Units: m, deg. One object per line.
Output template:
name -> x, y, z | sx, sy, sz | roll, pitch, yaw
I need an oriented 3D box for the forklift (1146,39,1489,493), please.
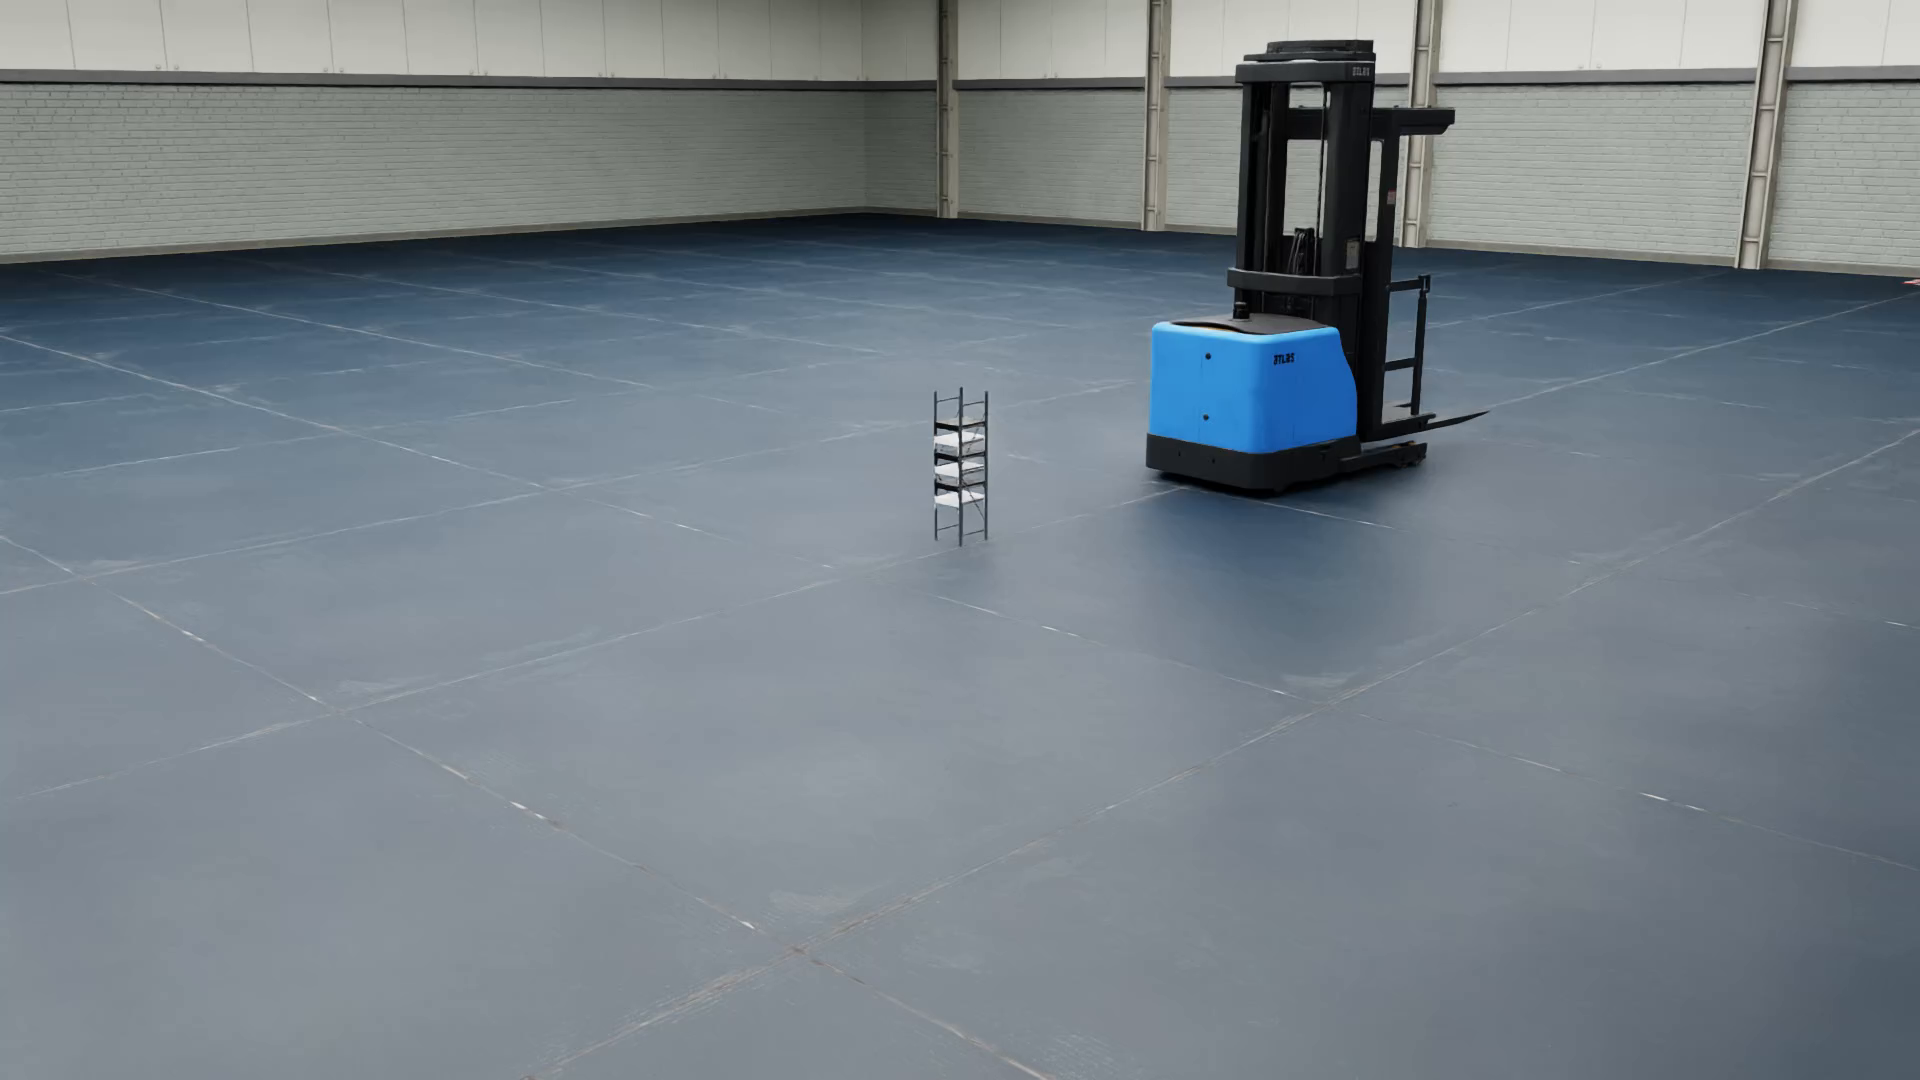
forklift -> 2.744, -2.018, 11.863 | 3.031, 2.935, 1.130 | -12, 19, -39

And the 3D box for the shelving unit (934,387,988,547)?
shelving unit -> 0.006, -0.434, 9.813 | 0.210, 0.900, 0.258 | 14, 20, 42

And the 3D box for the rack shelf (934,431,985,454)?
rack shelf -> 0.006, -0.576, 9.776 | 0.200, 0.077, 0.258 | 14, 20, 42

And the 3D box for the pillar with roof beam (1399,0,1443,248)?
pillar with roof beam -> 5.364, -8.984, 26.564 | 0.400, 9.000, 9.100 | 14, 20, 42

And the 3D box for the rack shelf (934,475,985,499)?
rack shelf -> 0.006, -0.315, 9.844 | 0.200, 0.077, 0.258 | 14, 20, 42

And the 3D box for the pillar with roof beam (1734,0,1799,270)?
pillar with roof beam -> 9.683, -7.934, 22.534 | 0.400, 9.000, 9.100 | 14, 20, 42

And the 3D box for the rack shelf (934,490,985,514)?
rack shelf -> 0.006, -0.228, 9.867 | 0.200, 0.077, 0.258 | 14, 20, 42

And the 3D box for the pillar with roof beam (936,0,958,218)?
pillar with roof beam -> -3.275, -11.084, 34.624 | 0.400, 9.000, 9.100 | 14, 20, 42

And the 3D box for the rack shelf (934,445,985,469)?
rack shelf -> 0.006, -0.489, 9.799 | 0.200, 0.077, 0.258 | 14, 20, 42

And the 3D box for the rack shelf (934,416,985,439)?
rack shelf -> 0.006, -0.663, 9.753 | 0.200, 0.077, 0.258 | 14, 20, 42

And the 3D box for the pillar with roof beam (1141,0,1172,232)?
pillar with roof beam -> 1.045, -10.034, 30.594 | 0.400, 9.000, 9.100 | 14, 20, 42

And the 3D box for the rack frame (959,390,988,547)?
rack frame -> 0.079, -0.416, 9.745 | 0.006, 0.900, 0.240 | 14, 20, 42

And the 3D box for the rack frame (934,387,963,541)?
rack frame -> -0.067, -0.452, 9.881 | 0.006, 0.900, 0.240 | 14, 20, 42

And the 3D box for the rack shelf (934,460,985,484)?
rack shelf -> 0.006, -0.402, 9.822 | 0.200, 0.077, 0.258 | 14, 20, 42
